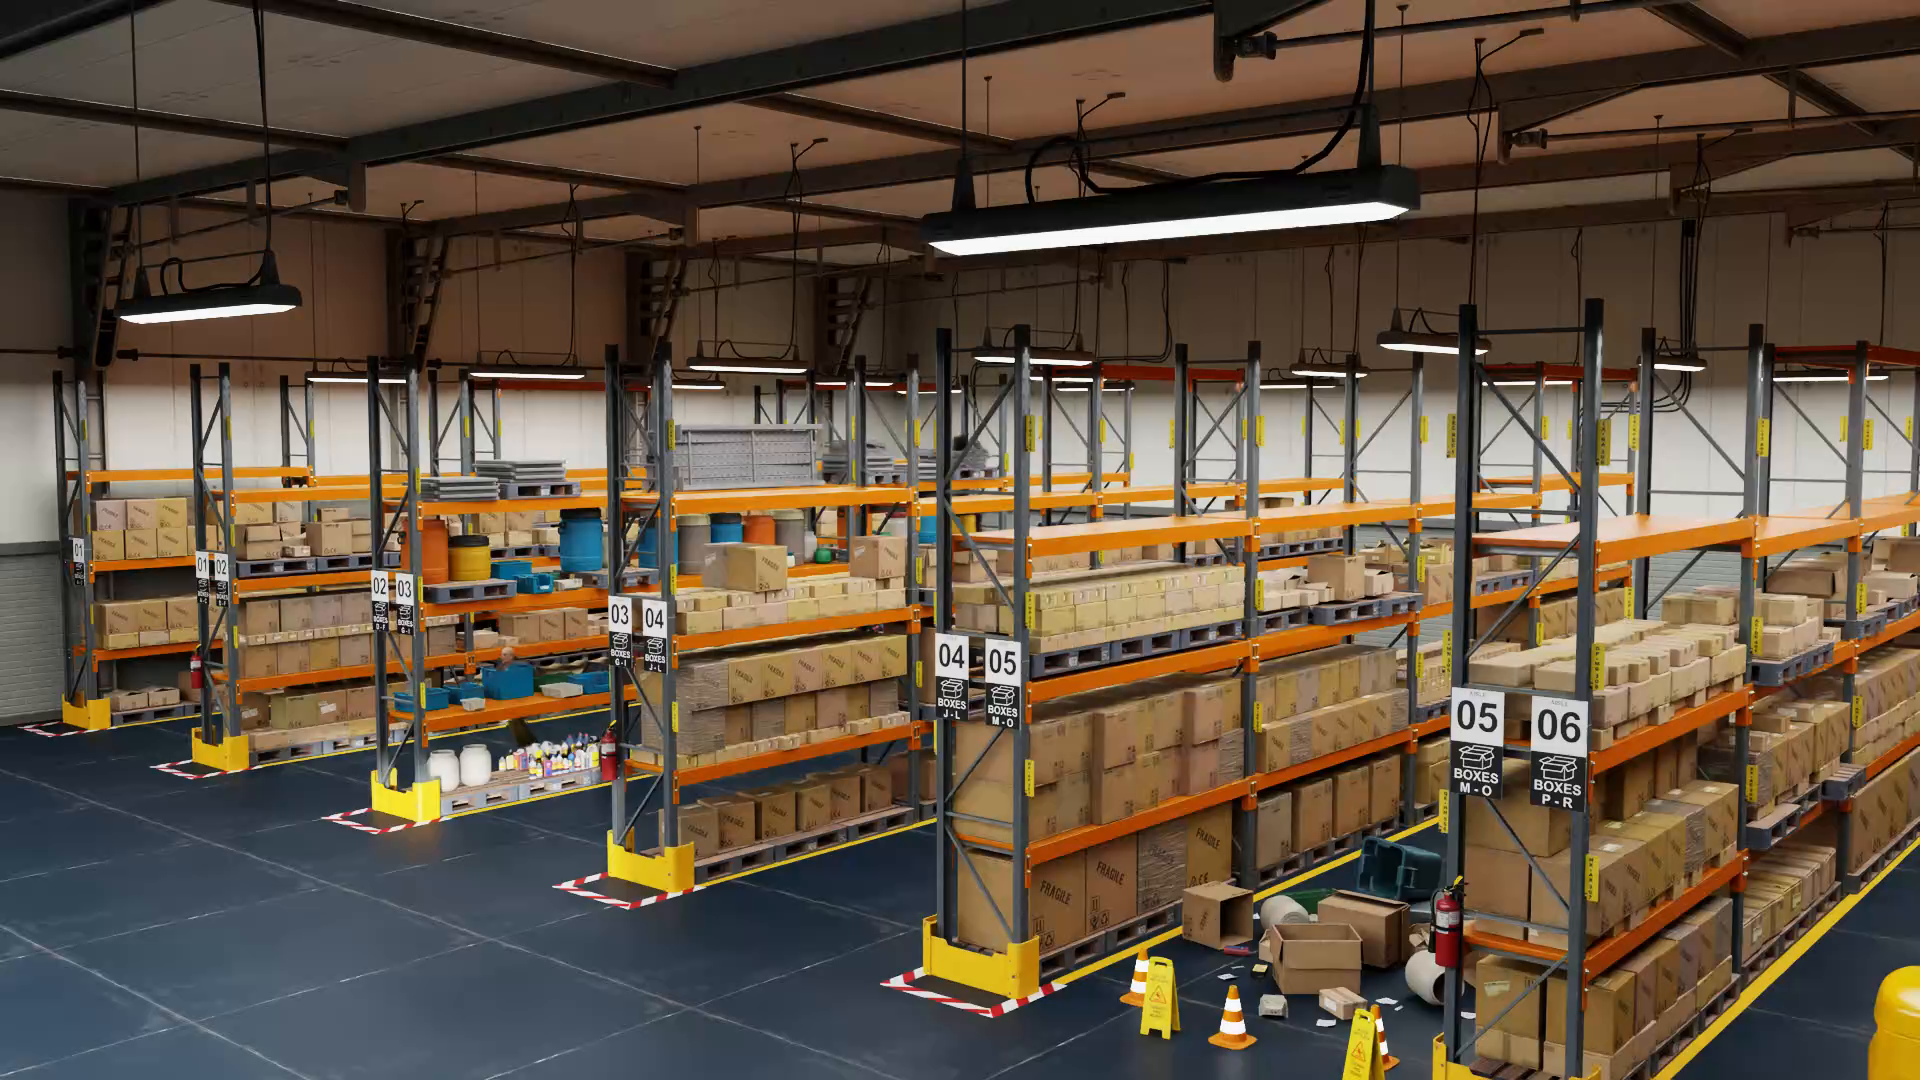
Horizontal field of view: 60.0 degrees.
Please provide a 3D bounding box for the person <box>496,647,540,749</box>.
[{"bbox_3d":[-6.791,2.468,25.446,0.630,1.705,0.983,2,5,27],"label":"person"}]

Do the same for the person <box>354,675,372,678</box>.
[{"bbox_3d":[-10.823,2.165,29.998,0.665,1.724,0.824,-1,4,-14],"label":"person"}]
